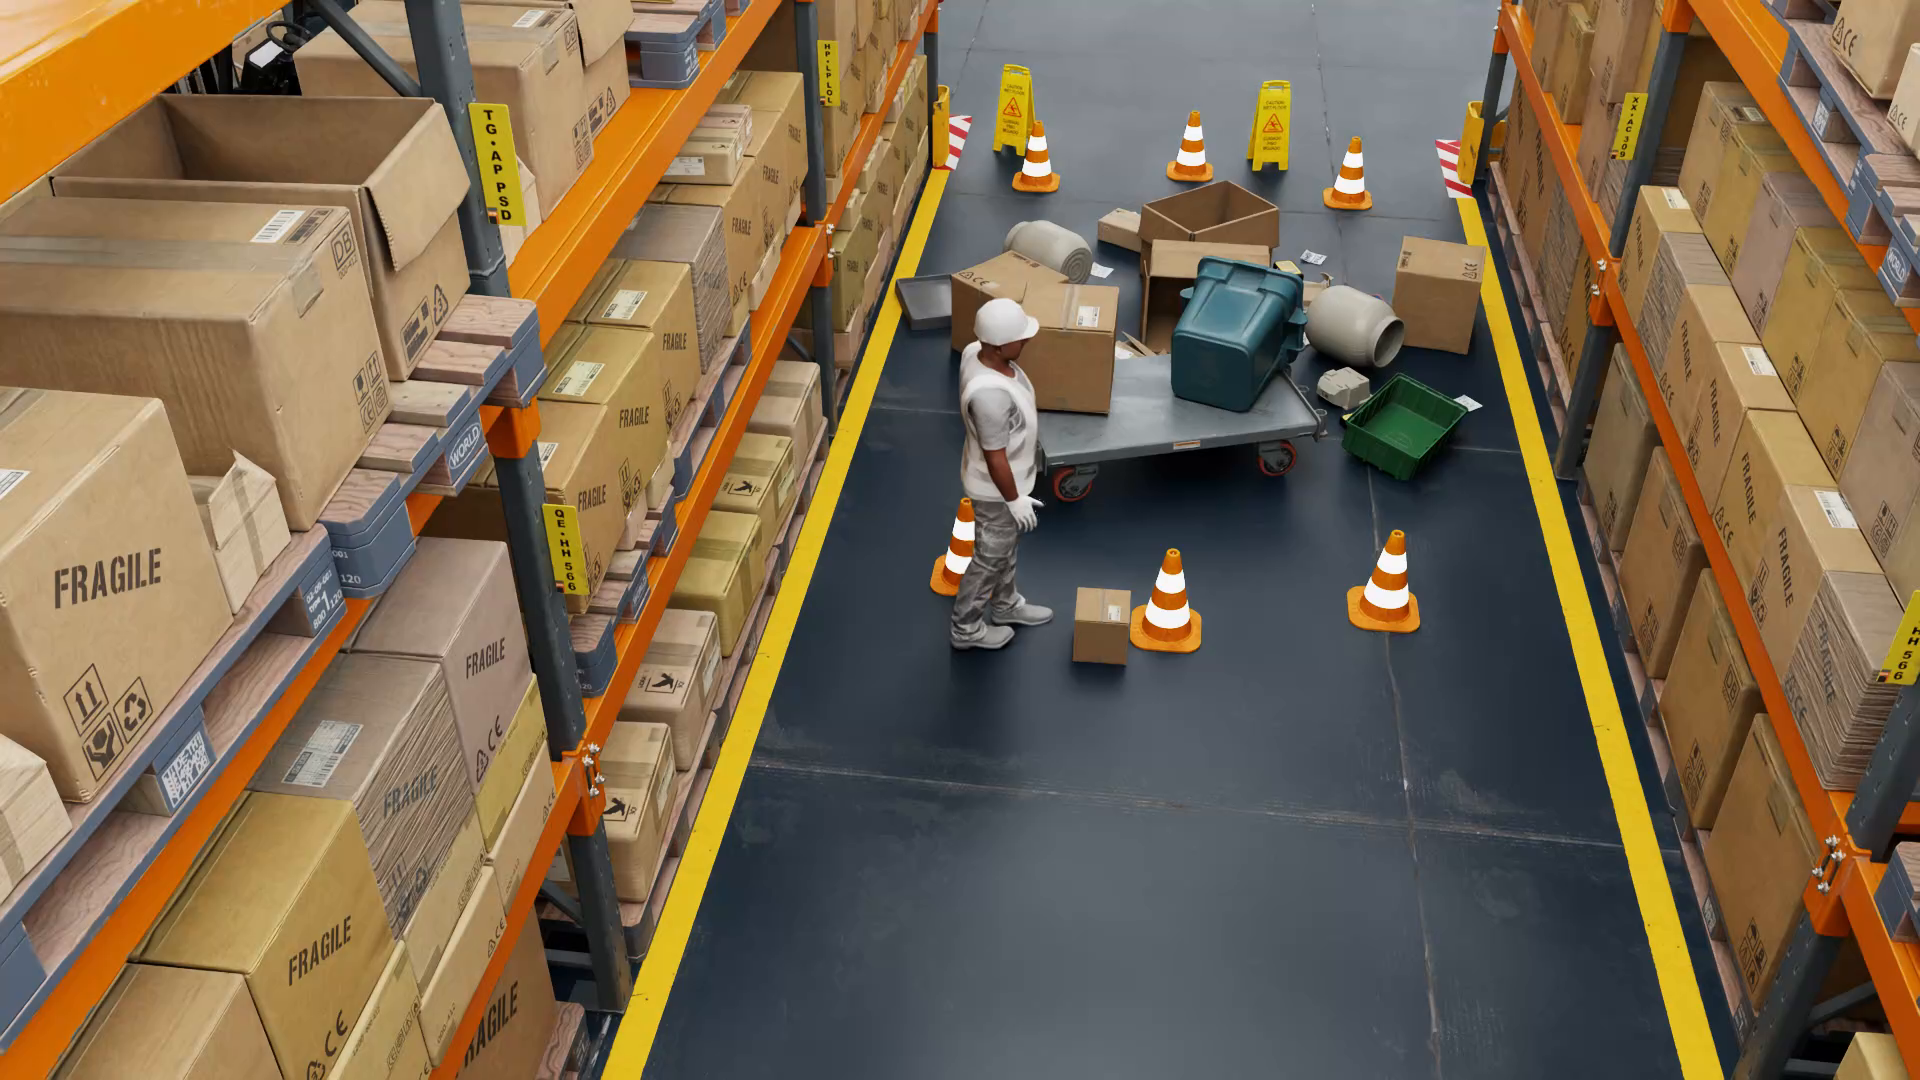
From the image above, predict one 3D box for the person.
[{"bbox_3d":[0.204,-0.273,7.392,0.506,1.800,0.570,-1,36,-1],"label":"person"}]
